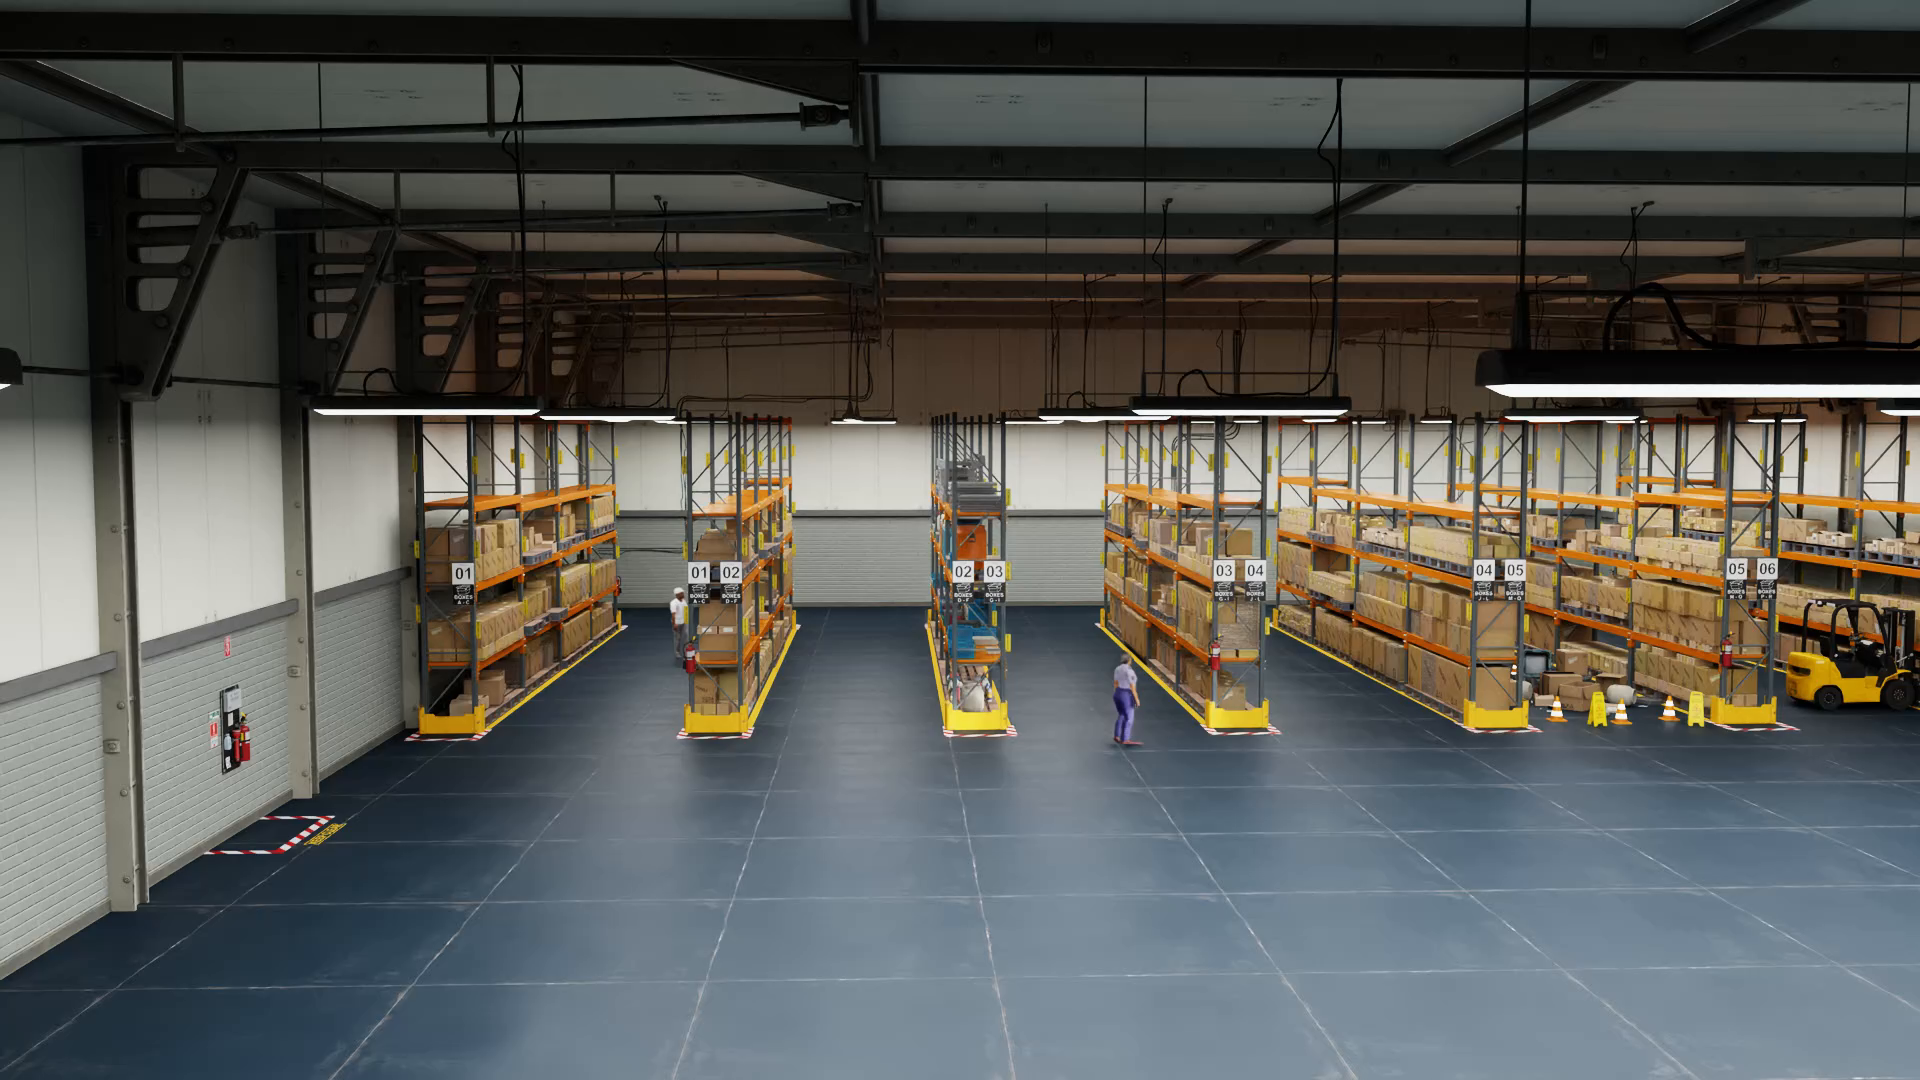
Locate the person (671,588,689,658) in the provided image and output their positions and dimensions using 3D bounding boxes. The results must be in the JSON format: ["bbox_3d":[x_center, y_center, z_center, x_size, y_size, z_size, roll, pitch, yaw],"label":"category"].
[{"bbox_3d":[-6.857,2.055,41.045,0.601,1.763,0.645,-3,5,-40],"label":"person"}]

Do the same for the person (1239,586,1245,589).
[{"bbox_3d":[7.971,1.759,45.926,0.498,1.662,1.045,0,4,-4],"label":"person"}]

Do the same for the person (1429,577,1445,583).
[{"bbox_3d":[14.351,1.491,50.068,0.461,1.669,0.530,1,4,16],"label":"person"}]

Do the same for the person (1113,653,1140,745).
[{"bbox_3d":[2.990,2.901,30.036,0.359,1.718,0.579,-2,4,-29],"label":"person"}]
